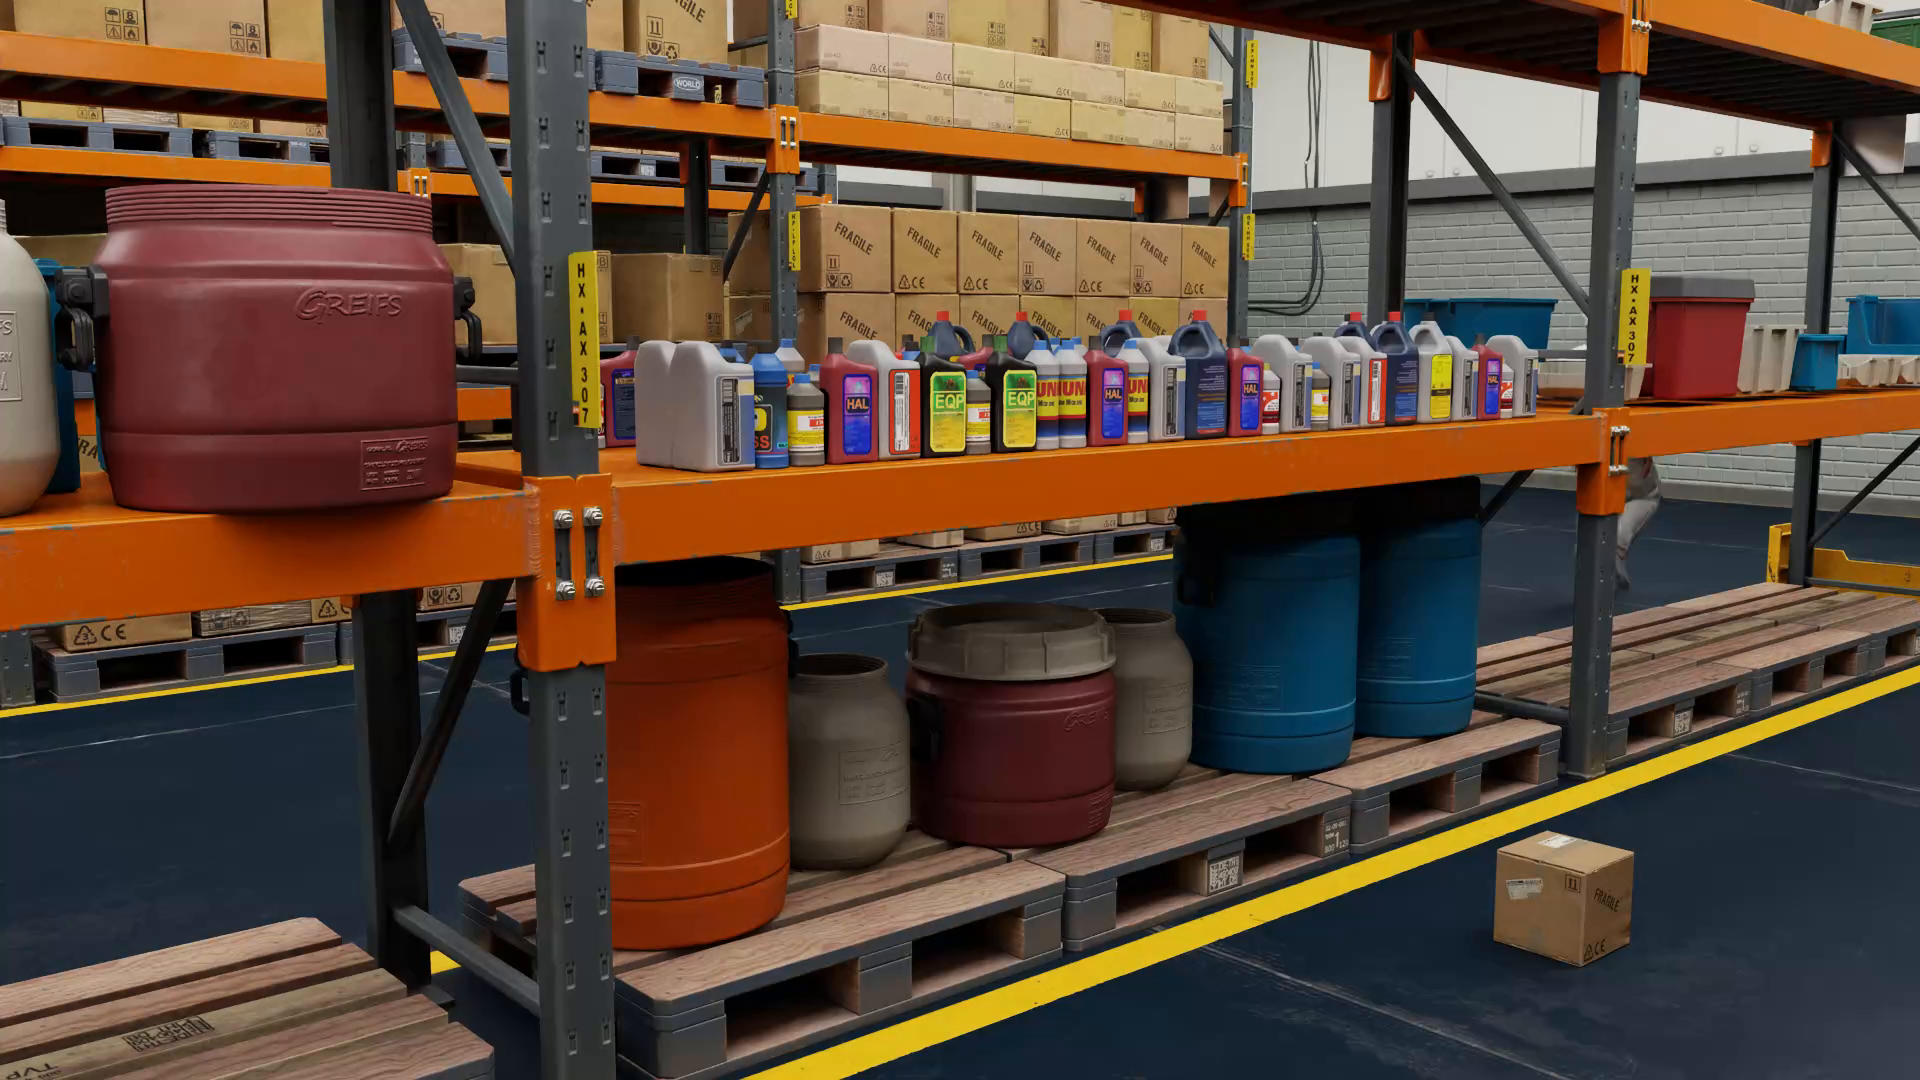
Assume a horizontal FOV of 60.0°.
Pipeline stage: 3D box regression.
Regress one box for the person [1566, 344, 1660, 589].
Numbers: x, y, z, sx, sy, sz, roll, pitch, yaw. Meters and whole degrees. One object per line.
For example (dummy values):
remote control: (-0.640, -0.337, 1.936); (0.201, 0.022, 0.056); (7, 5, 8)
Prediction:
person: (3.904, -0.575, 9.936); (0.488, 1.761, 0.578); (-6, 10, -41)
